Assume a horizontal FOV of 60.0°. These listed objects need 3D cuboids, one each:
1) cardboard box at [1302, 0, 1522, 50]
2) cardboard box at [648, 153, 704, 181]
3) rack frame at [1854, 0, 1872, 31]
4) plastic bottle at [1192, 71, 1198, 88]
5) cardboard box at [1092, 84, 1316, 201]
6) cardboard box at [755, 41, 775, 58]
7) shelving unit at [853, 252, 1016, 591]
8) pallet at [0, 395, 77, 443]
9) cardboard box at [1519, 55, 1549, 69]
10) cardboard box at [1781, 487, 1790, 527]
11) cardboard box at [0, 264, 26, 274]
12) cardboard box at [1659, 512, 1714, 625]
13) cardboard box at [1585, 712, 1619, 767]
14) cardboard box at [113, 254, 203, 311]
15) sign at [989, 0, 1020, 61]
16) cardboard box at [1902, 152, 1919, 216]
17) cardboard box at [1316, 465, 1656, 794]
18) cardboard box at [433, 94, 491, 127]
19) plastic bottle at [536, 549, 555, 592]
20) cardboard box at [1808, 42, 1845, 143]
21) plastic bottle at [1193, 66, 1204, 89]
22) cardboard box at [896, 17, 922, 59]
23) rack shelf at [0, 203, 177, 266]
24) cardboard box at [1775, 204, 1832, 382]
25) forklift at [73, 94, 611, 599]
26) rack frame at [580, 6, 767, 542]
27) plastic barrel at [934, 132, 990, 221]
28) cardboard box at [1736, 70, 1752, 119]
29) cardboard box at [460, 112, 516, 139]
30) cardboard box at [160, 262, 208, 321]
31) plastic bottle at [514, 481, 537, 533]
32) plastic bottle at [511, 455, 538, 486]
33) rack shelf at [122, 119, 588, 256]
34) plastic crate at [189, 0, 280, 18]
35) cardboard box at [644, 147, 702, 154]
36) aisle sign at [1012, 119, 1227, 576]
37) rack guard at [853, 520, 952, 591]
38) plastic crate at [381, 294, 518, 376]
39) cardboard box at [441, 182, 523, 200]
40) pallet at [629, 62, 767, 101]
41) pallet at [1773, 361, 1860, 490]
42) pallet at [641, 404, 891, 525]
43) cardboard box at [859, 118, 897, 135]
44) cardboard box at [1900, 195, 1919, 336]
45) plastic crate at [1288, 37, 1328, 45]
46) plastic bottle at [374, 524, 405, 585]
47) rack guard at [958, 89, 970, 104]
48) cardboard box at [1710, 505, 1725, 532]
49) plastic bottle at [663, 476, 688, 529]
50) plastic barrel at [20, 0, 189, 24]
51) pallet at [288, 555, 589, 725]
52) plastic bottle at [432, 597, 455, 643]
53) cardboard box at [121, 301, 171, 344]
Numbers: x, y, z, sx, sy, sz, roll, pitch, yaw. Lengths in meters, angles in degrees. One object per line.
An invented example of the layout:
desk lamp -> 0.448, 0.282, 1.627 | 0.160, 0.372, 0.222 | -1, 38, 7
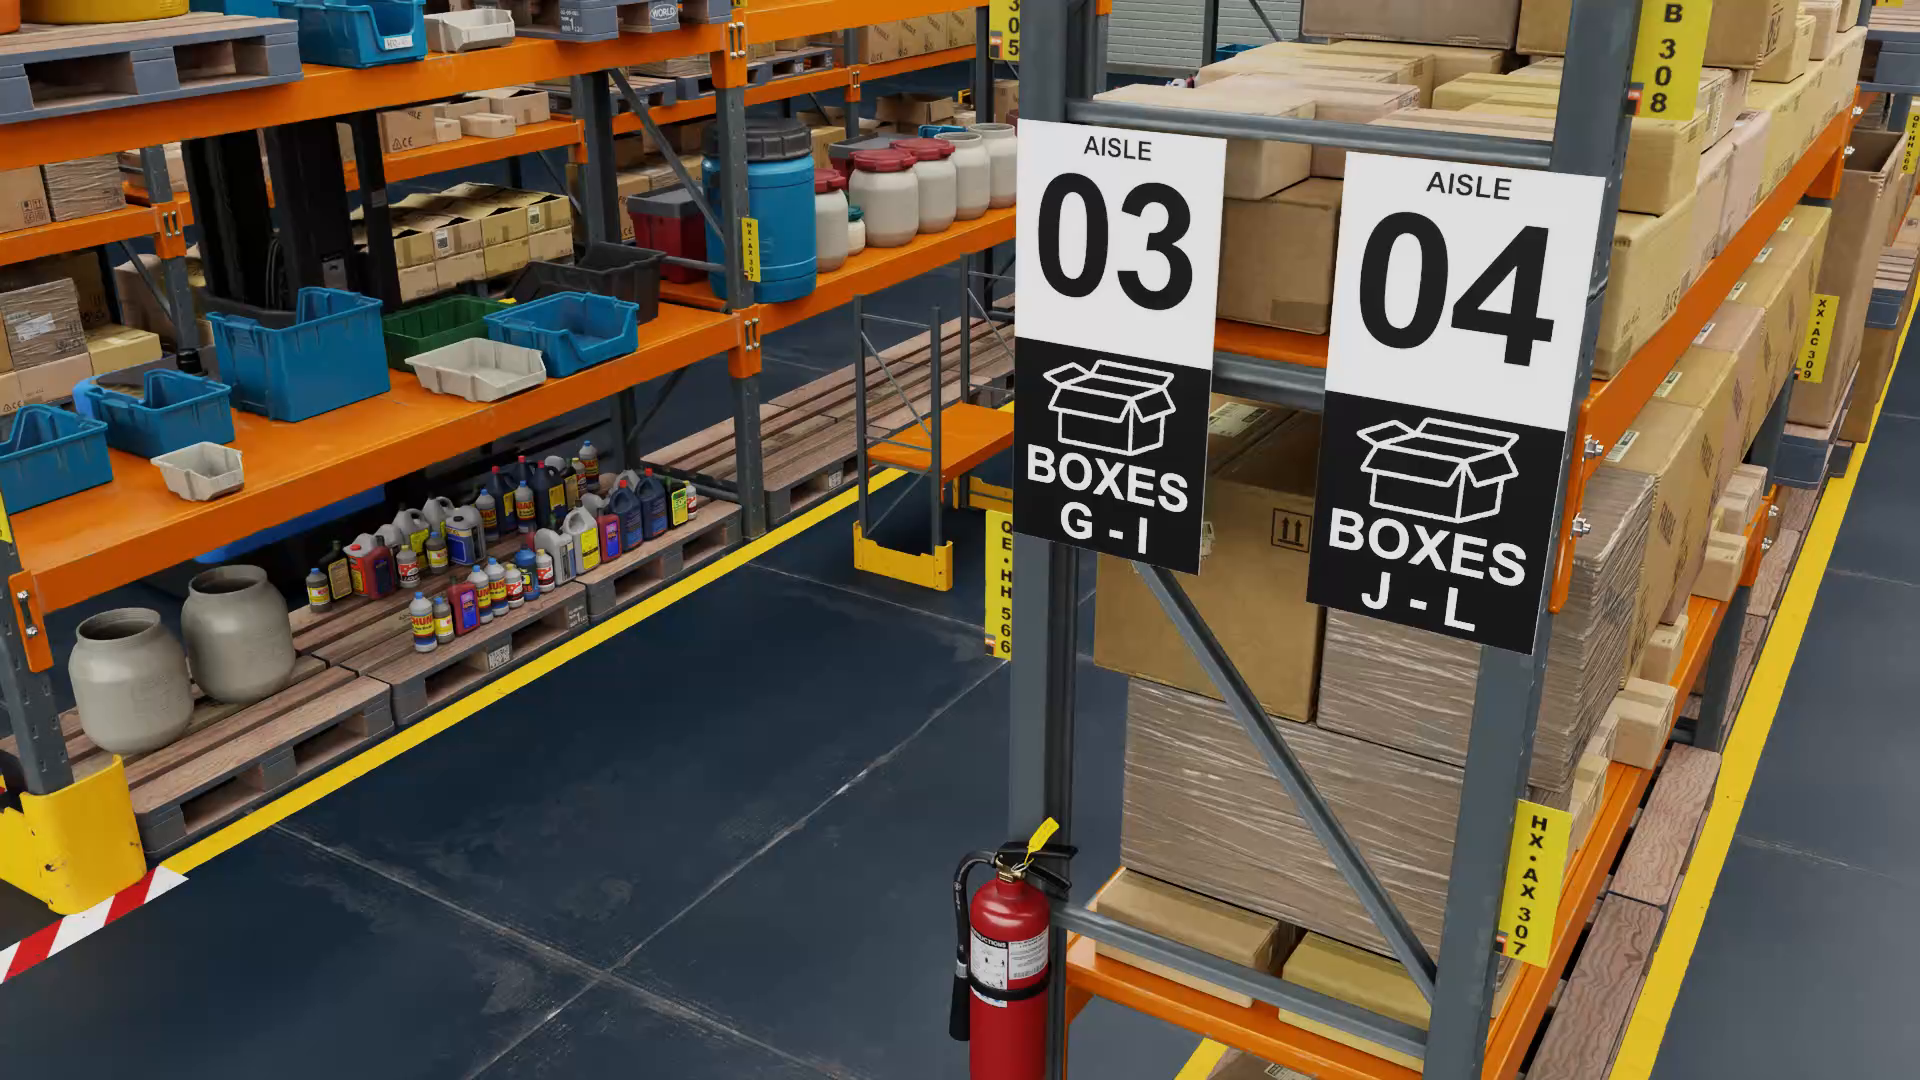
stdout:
cardboard box -> 1.160, -1.467, 3.957 | 0.500, 0.500, 0.500 | 14, 27, 29
cardboard box -> -2.614, -3.374, 15.861 | 0.500, 0.500, 0.500 | 13, 27, 28
rack frame -> 2.667, -3.205, 5.327 | 1.000, 3.000, 0.127 | 14, 27, 29
plastic bottle -> 2.123, -4.102, 15.097 | 0.061, 0.283, 0.133 | 14, 27, 29
cardboard box -> 0.438, -0.752, 3.123 | 0.380, 0.149, 0.250 | 14, 27, 29
cardboard box -> -2.276, -5.110, 16.623 | 0.700, 0.500, 0.500 | 19, 30, 37
shelving unit -> -0.040, -0.663, 8.893 | 0.587, 1.500, 1.083 | 14, 27, 29
pallet -> -6.202, -0.990, 11.271 | 1.003, 0.211, 1.213 | 14, 27, 29
cardboard box -> 1.315, -1.272, 4.325 | 0.380, 0.149, 0.250 | 12, 26, 26
cardboard box -> 4.159, -0.437, 9.076 | 0.700, 0.500, 0.500 | 11, 26, 25
cardboard box -> -6.515, -1.543, 11.027 | 0.500, 0.500, 0.500 | 14, 27, 29
cardboard box -> 1.905, -0.144, 5.308 | 0.875, 0.500, 0.500 | 14, 27, 29
cardboard box -> 1.564, 0.544, 4.535 | 0.380, 0.149, 0.250 | 14, 27, 29
cardboard box -> -5.777, -1.914, 12.123 | 0.500, 0.311, 0.500 | 14, 27, 29
sign -> 0.096, -1.008, 2.913 | 0.100, 0.325, 0.005 | 14, 27, 29
cardboard box -> 6.067, -2.472, 11.058 | 0.500, 0.500, 0.500 | 14, 27, 29
cardboard box -> 1.079, 0.128, 3.420 | 0.500, 0.500, 0.500 | 14, 27, 29
cardboard box -> -4.273, -3.577, 13.850 | 0.500, 0.311, 0.500 | 14, 27, 28
plastic bottle -> -2.035, 0.143, 8.112 | 0.097, 0.201, 0.097 | 0, 23, 0
cardboard box -> 2.364, -1.377, 5.069 | 0.500, 0.250, 0.500 | 15, 27, 30
plastic bottle -> 2.197, -4.103, 15.014 | 0.144, 0.351, 0.185 | 14, 27, 29
cardboard box -> -0.759, -5.564, 18.201 | 0.500, 0.500, 0.500 | 14, 27, 30
rack shelf -> -6.802, -1.524, 9.901 | 1.077, 0.370, 4.000 | 14, 27, 29
cardboard box -> 2.664, -0.884, 5.757 | 0.500, 0.500, 0.500 | 14, 27, 29
forklift -> -3.260, -1.536, 9.108 | 1.130, 2.935, 3.031 | 15, 28, 31
rack frame -> -1.541, -1.490, 8.917 | 1.000, 3.000, 0.127 | 14, 27, 29
plastic barrel -> -0.014, -2.357, 10.779 | 0.421, 0.512, 0.421 | 0, 23, 0
cardboard box -> 1.614, -1.069, 3.855 | 0.380, 0.149, 0.250 | 13, 26, 27
cardboard box -> -3.877, -3.403, 13.651 | 0.380, 0.149, 0.250 | 14, 27, 29
cardboard box -> -5.317, -1.805, 11.870 | 0.500, 0.311, 0.500 | 14, 27, 29
plastic bottle -> -2.293, -0.180, 8.771 | 0.097, 0.271, 0.097 | 0, 23, 0
plastic bottle -> -2.319, -0.291, 8.927 | 0.144, 0.351, 0.185 | 15, 27, 30
rack shelf -> -4.692, -2.874, 13.019 | 1.077, 0.370, 4.000 | 14, 27, 29
plastic crate -> -2.901, -2.216, 6.838 | 0.392, 0.384, 0.575 | 14, 27, 29
cardboard box -> -2.798, -3.652, 16.503 | 0.500, 0.500, 0.500 | 13, 26, 27
aisle sign -> 0.270, -0.337, 2.981 | 0.394, 0.787, 0.004 | 14, 27, 29
rack guard -> -0.303, 0.079, 8.753 | 0.587, 0.250, 0.087 | 14, 27, 29
plastic crate -> -2.497, -0.994, 8.037 | 0.450, 0.188, 0.662 | 14, 27, 29
cardboard box -> -4.163, -2.953, 14.521 | 0.500, 0.311, 0.500 | 15, 28, 31
pallet -> -2.615, -4.449, 15.992 | 1.003, 0.211, 1.213 | 14, 27, 29
pallet -> 3.194, -0.592, 7.082 | 1.003, 0.211, 1.213 | 14, 27, 29
pallet -> -1.159, -0.484, 10.102 | 1.003, 0.211, 1.213 | 14, 27, 29
cardboard box -> -1.072, -4.702, 19.167 | 0.500, 0.311, 0.500 | 14, 27, 29
cardboard box -> 6.566, -2.150, 12.586 | 1.225, 0.875, 0.875 | 14, 27, 29
plastic crate -> 3.363, -4.496, 15.704 | 0.402, 0.464, 0.583 | 14, 27, 29
plastic bottle -> -2.825, 0.070, 8.187 | 0.152, 0.276, 0.135 | 13, 27, 28
rack guard -> 0.543, -5.407, 21.110 | 1.175, 0.500, 0.348 | 14, 27, 29
cardboard box -> 2.481, -0.049, 5.903 | 0.380, 0.149, 0.250 | 14, 27, 29
plastic bottle -> -1.514, -0.214, 8.834 | 0.061, 0.283, 0.133 | 15, 28, 32
plastic barrel -> -3.157, -2.207, 6.032 | 0.600, 0.588, 0.600 | 0, 23, 0
pallet -> -2.573, 0.421, 8.012 | 1.003, 0.211, 1.213 | 14, 27, 29
plastic bottle -> -2.375, 0.361, 7.610 | 0.097, 0.201, 0.097 | 0, 23, 0
cardboard box -> -5.774, -1.661, 12.244 | 0.500, 0.250, 0.500 | 14, 27, 28
